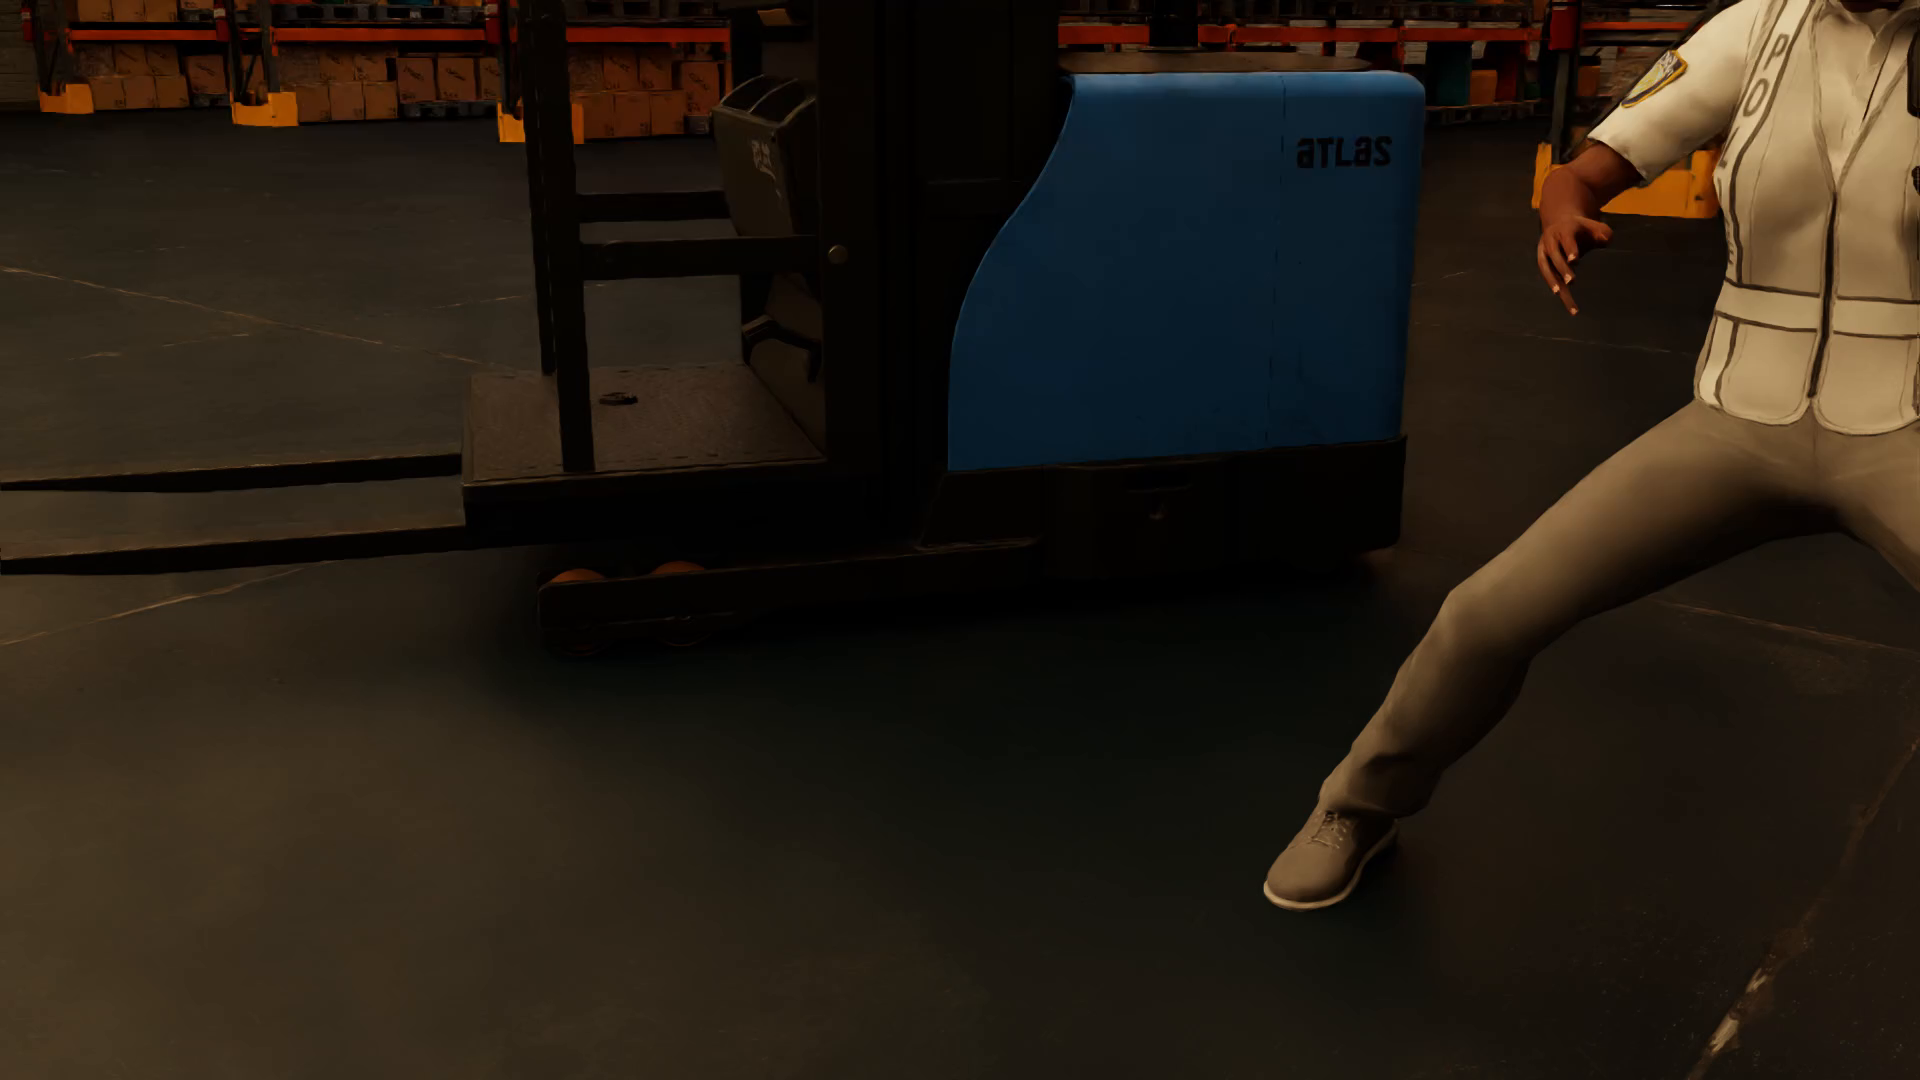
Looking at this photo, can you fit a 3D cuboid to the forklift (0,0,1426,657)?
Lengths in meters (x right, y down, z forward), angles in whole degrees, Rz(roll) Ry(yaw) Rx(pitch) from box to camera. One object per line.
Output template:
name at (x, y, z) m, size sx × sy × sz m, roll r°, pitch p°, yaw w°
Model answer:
forklift at (-0.597, -1.348, 3.336) m, size 3.031 × 2.935 × 1.130 m, roll -5°, pitch 18°, yaw -15°

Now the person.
person at (0.988, -0.122, 1.891) m, size 0.649 × 1.460 × 1.176 m, roll -13°, pitch 21°, yaw -37°
